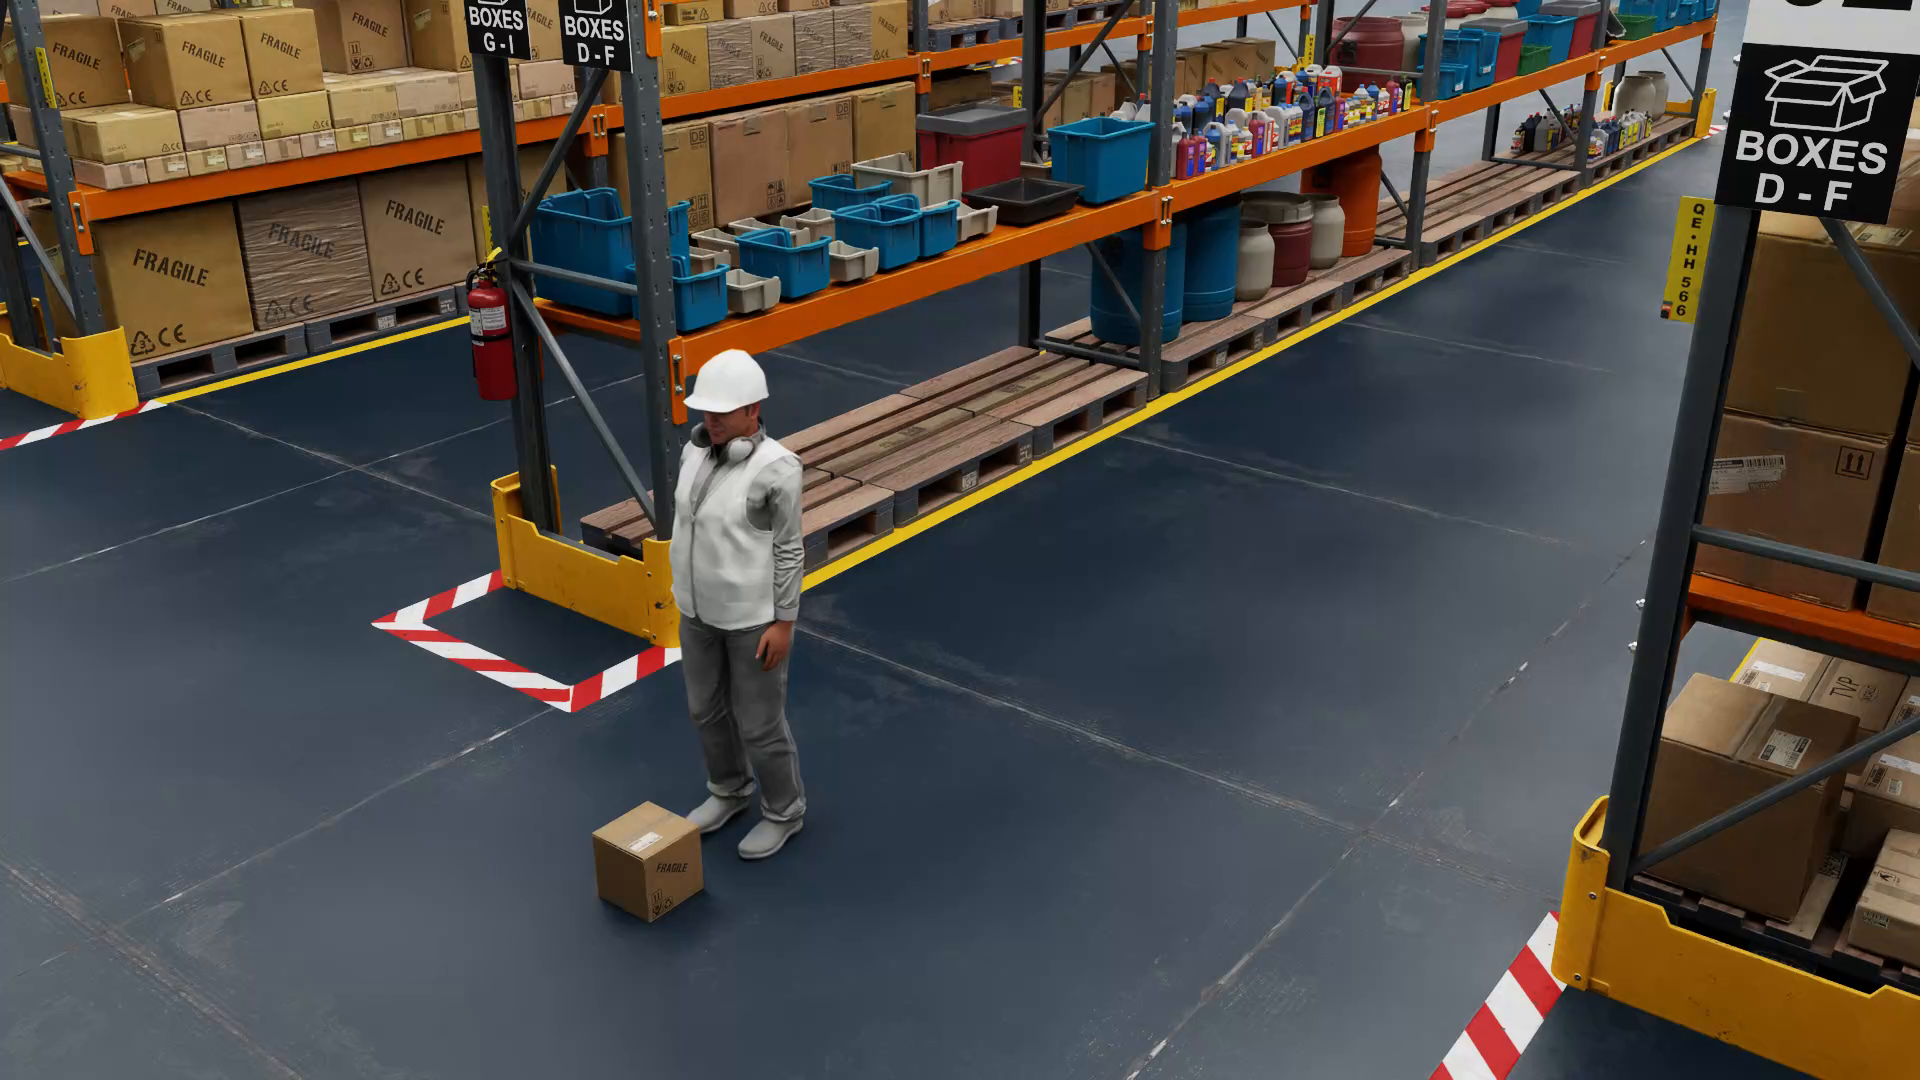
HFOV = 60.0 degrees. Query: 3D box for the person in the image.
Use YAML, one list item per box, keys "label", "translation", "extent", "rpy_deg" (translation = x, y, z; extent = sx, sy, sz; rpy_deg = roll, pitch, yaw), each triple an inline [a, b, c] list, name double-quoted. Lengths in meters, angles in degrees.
- label: "person"
  translation: [-0.739, 0.225, 5.556]
  extent: [0.533, 1.767, 0.360]
  rpy_deg: [17, 29, 35]
